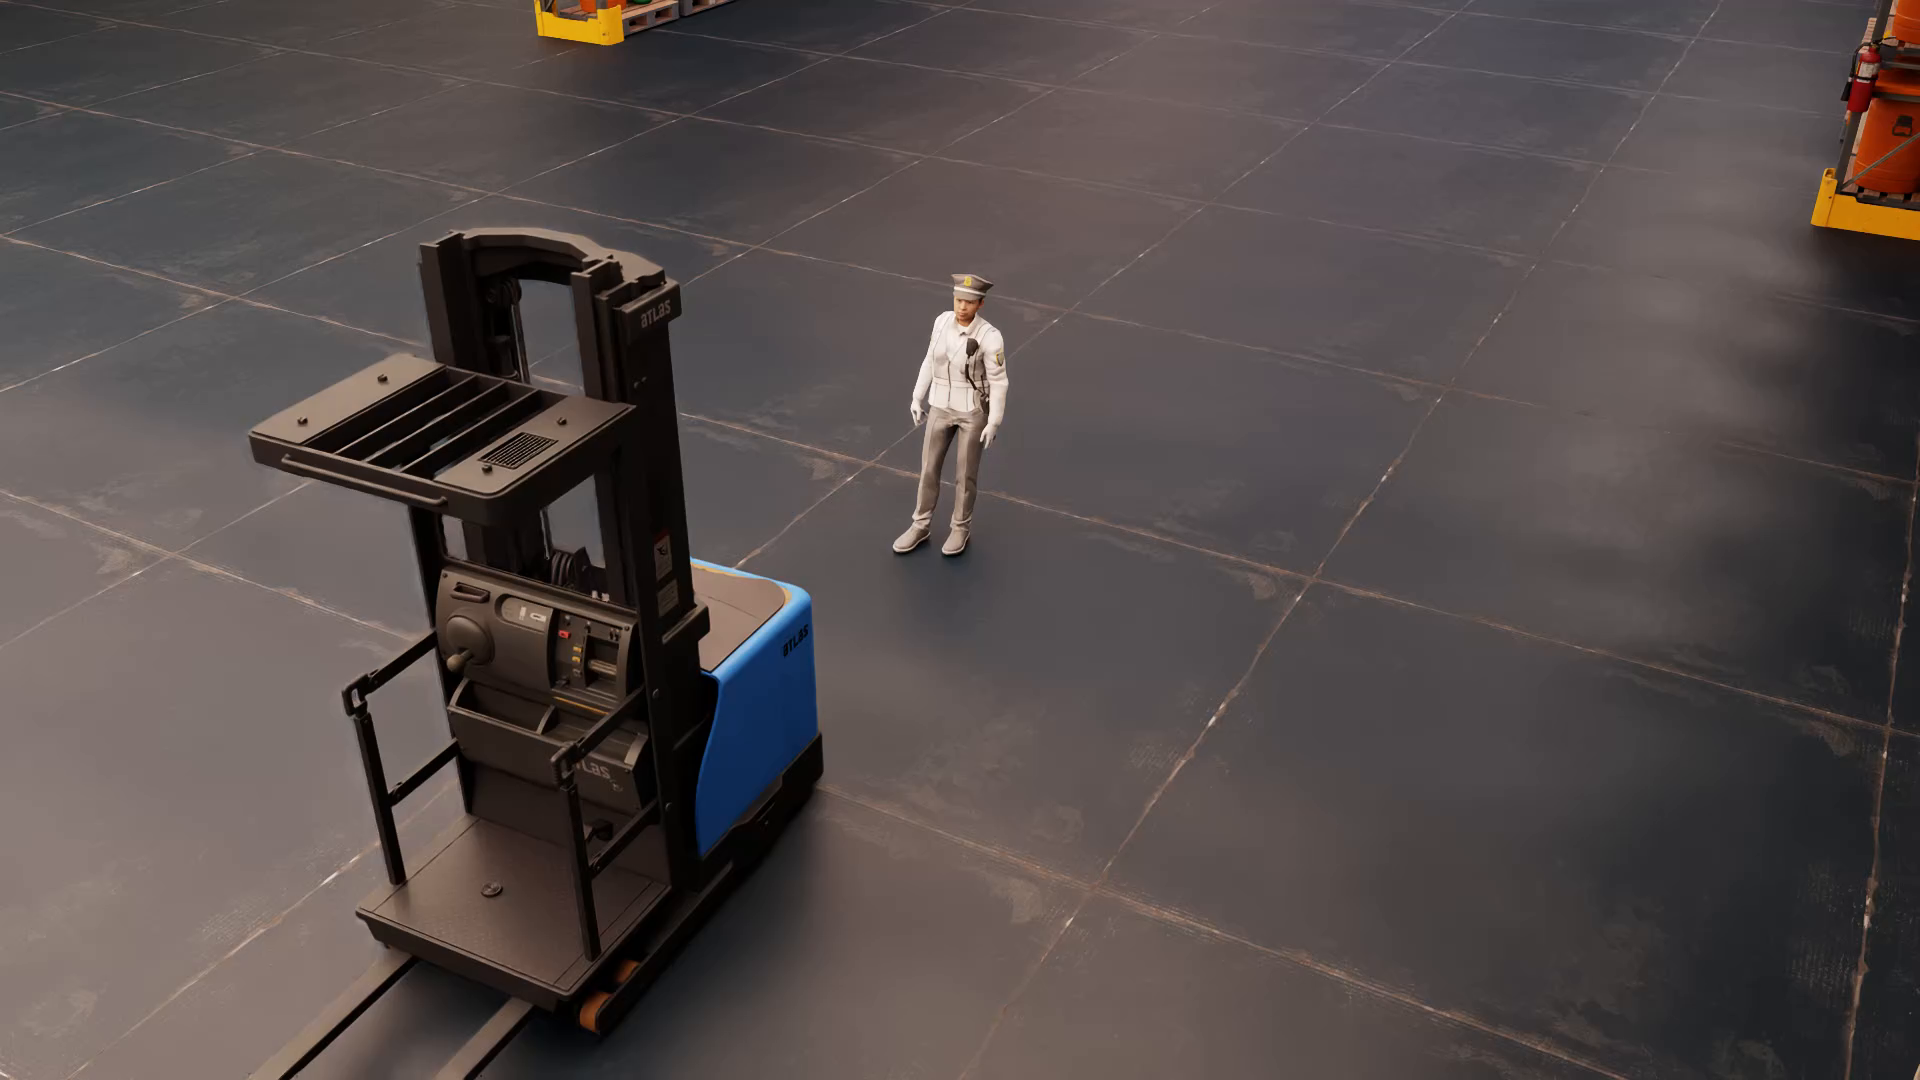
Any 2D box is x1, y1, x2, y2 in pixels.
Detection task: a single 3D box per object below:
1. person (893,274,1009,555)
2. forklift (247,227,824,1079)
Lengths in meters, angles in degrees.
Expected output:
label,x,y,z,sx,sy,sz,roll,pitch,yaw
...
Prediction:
label,x,y,z,sx,sy,sz,roll,pitch,yaw
person,-0.040,-0.712,9.526,0.586,1.694,0.530,15,33,25
forklift,-1.755,0.436,6.316,1.130,2.935,3.031,14,33,22
